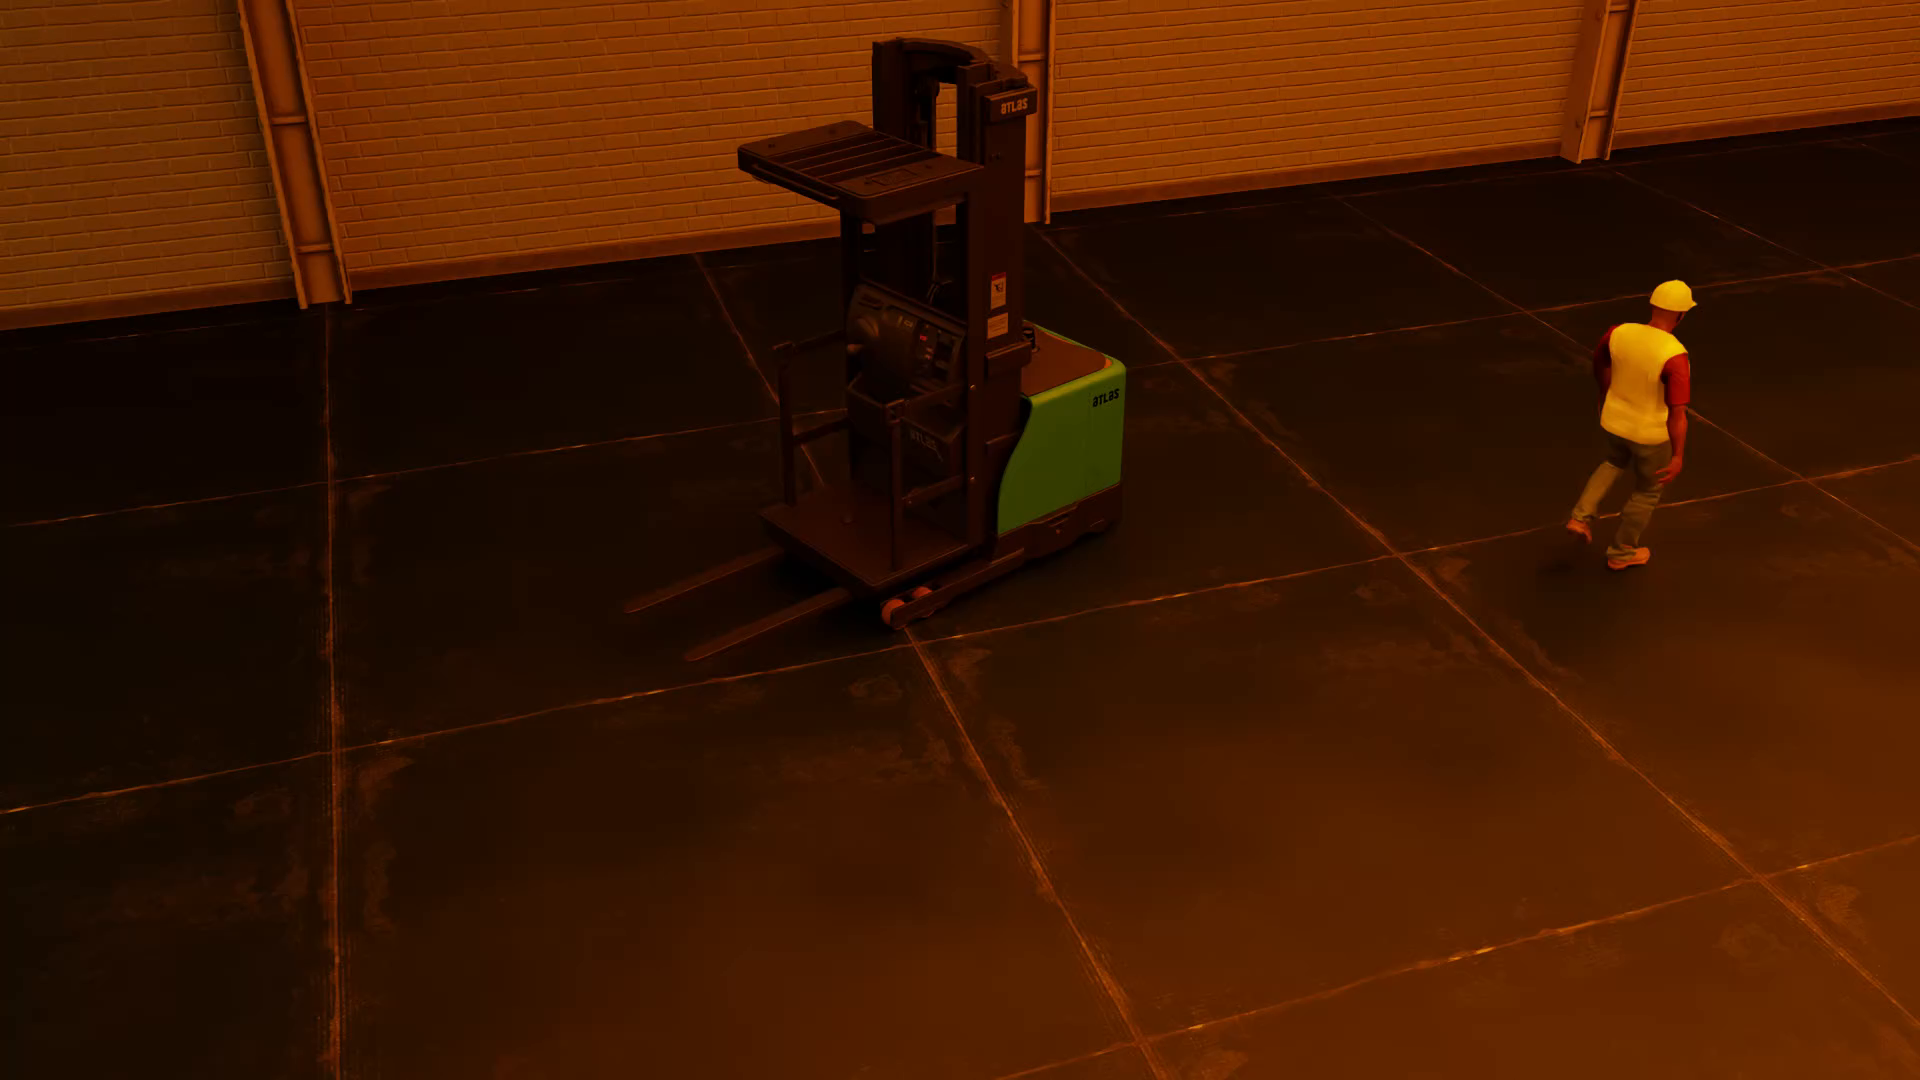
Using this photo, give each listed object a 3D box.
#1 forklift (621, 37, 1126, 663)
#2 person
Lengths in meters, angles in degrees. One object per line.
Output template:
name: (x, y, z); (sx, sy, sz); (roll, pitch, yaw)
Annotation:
forklift: (-0.461, -1.072, 8.951); (3.031, 2.935, 1.130); (-23, 37, -34)
person: (3.818, -0.638, 9.386); (0.489, 1.746, 0.771); (-18, 34, -28)
